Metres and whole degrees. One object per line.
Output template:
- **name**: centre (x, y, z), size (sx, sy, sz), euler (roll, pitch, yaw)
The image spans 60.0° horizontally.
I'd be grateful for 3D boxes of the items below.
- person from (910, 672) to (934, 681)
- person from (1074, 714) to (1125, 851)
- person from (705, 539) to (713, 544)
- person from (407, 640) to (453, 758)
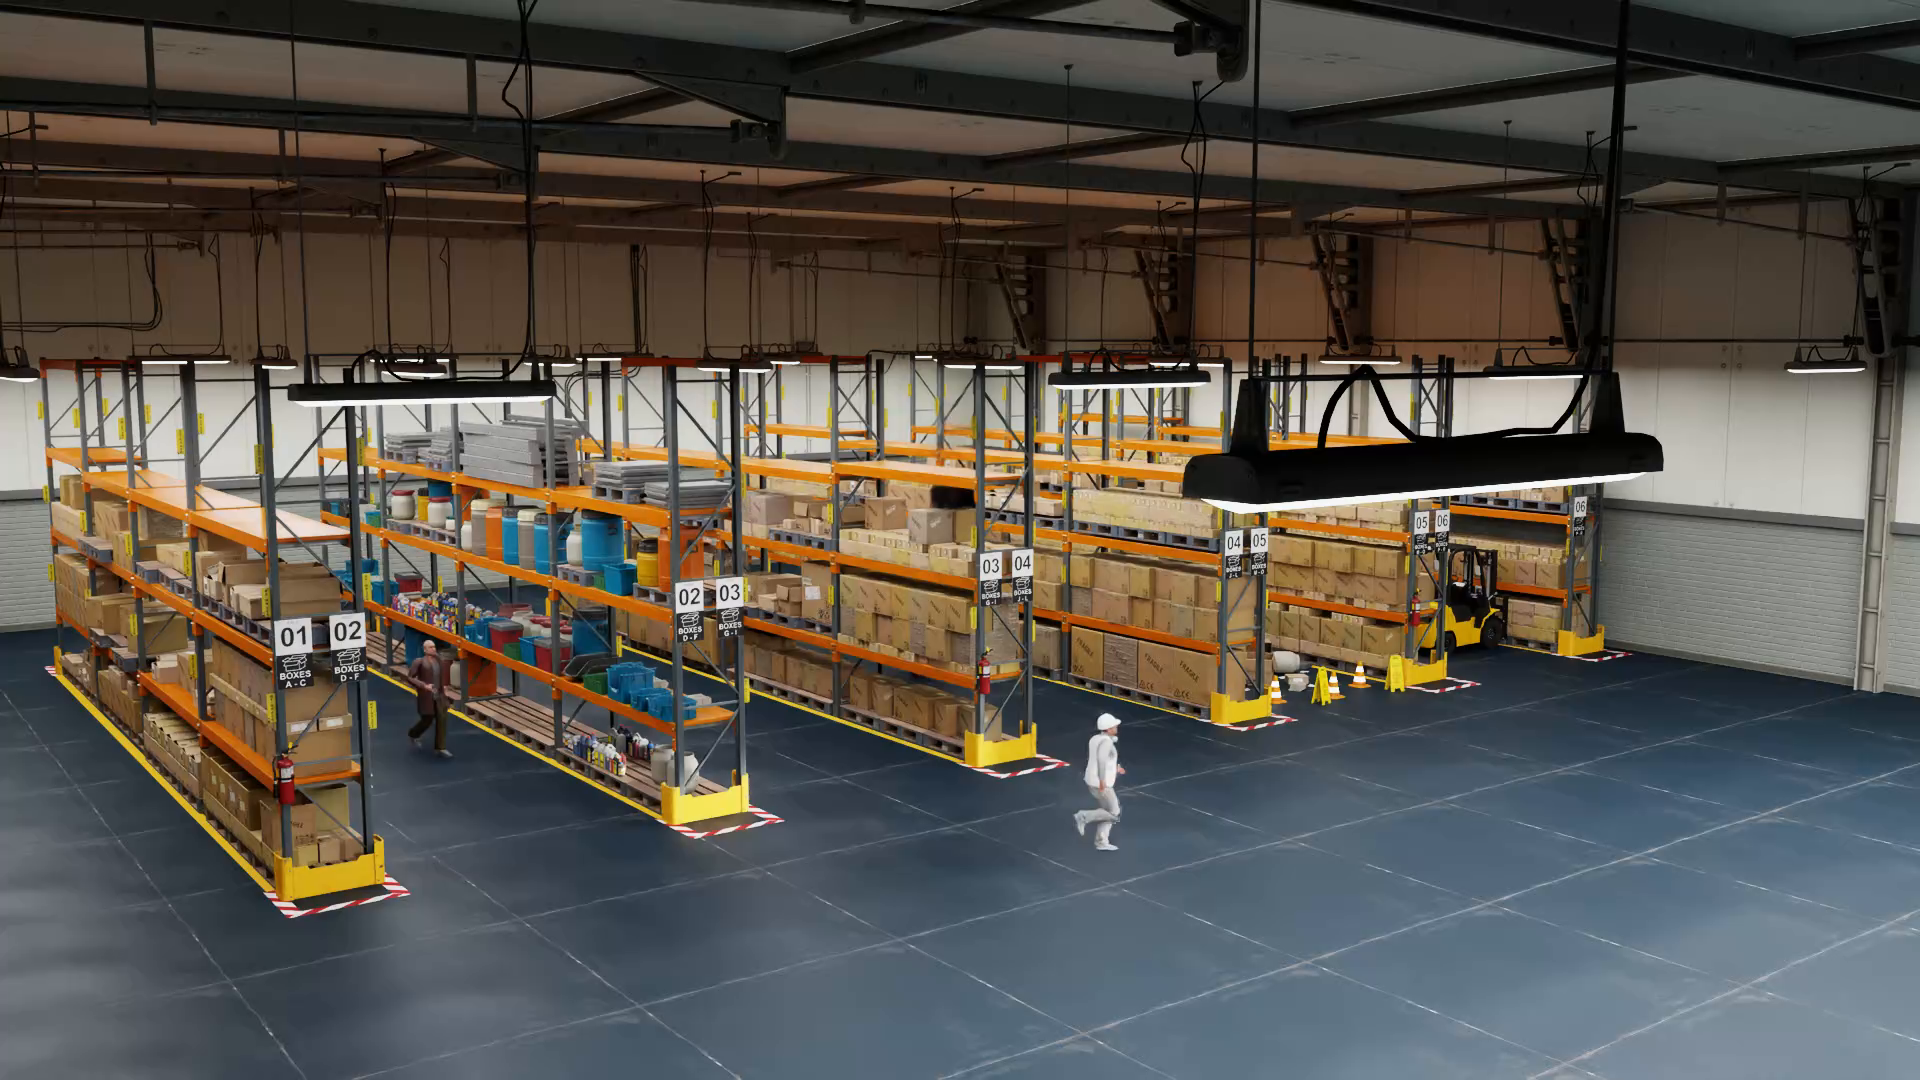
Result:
- **person**: centre (-0.664, 1.829, 30.930), size (0.580, 1.658, 0.694), euler (-5, 9, -38)
- **person**: centre (1.743, 3.021, 20.663), size (0.690, 1.732, 0.691), euler (-1, 7, -11)
- **person**: centre (-6.134, 0.789, 39.440), size (0.841, 1.636, 0.636), euler (-2, 7, -19)
- **person**: centre (-8.129, 2.409, 25.431), size (0.954, 1.776, 0.712), euler (5, 9, 38)
